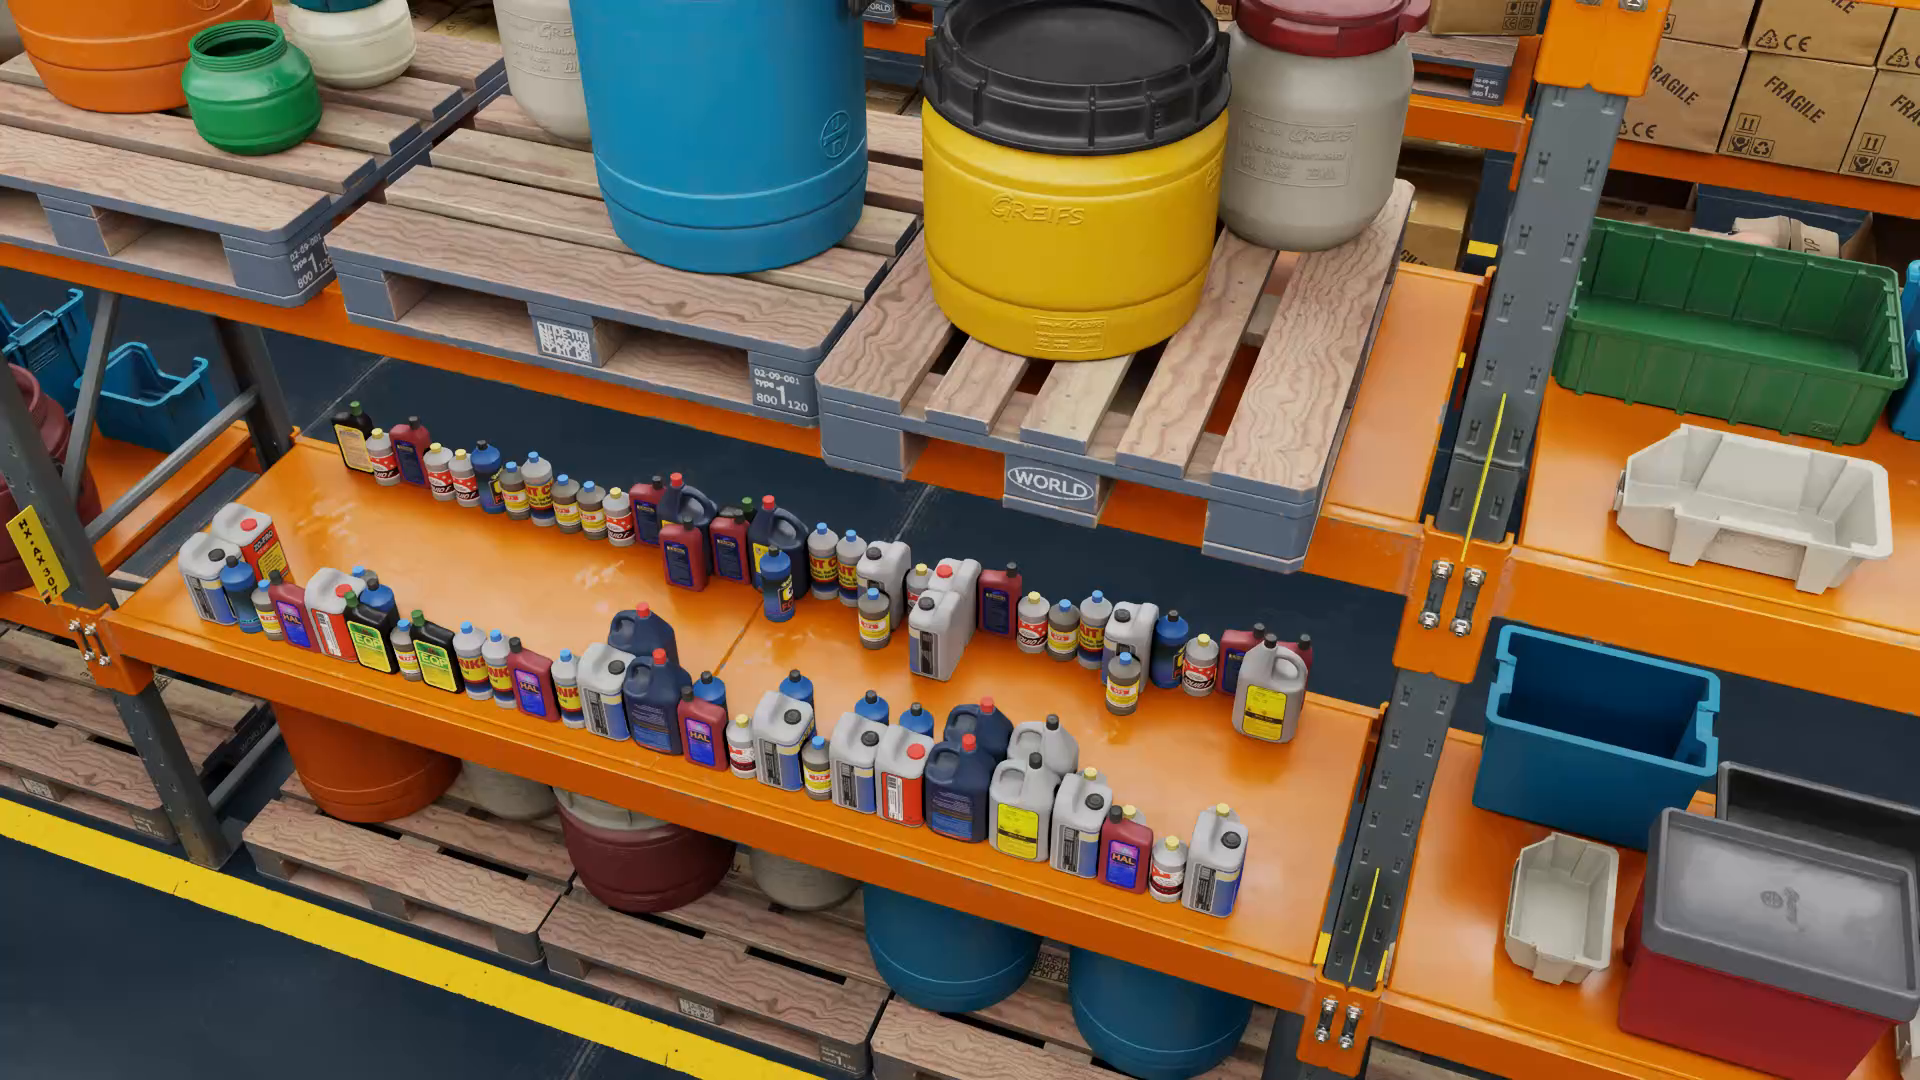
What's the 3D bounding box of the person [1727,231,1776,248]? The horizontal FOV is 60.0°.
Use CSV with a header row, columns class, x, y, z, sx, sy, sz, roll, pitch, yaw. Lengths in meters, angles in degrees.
class,x,y,z,sx,sy,sz,roll,pitch,yaw
person,3.116,-0.480,6.705,0.949,1.673,0.539,9,42,10
